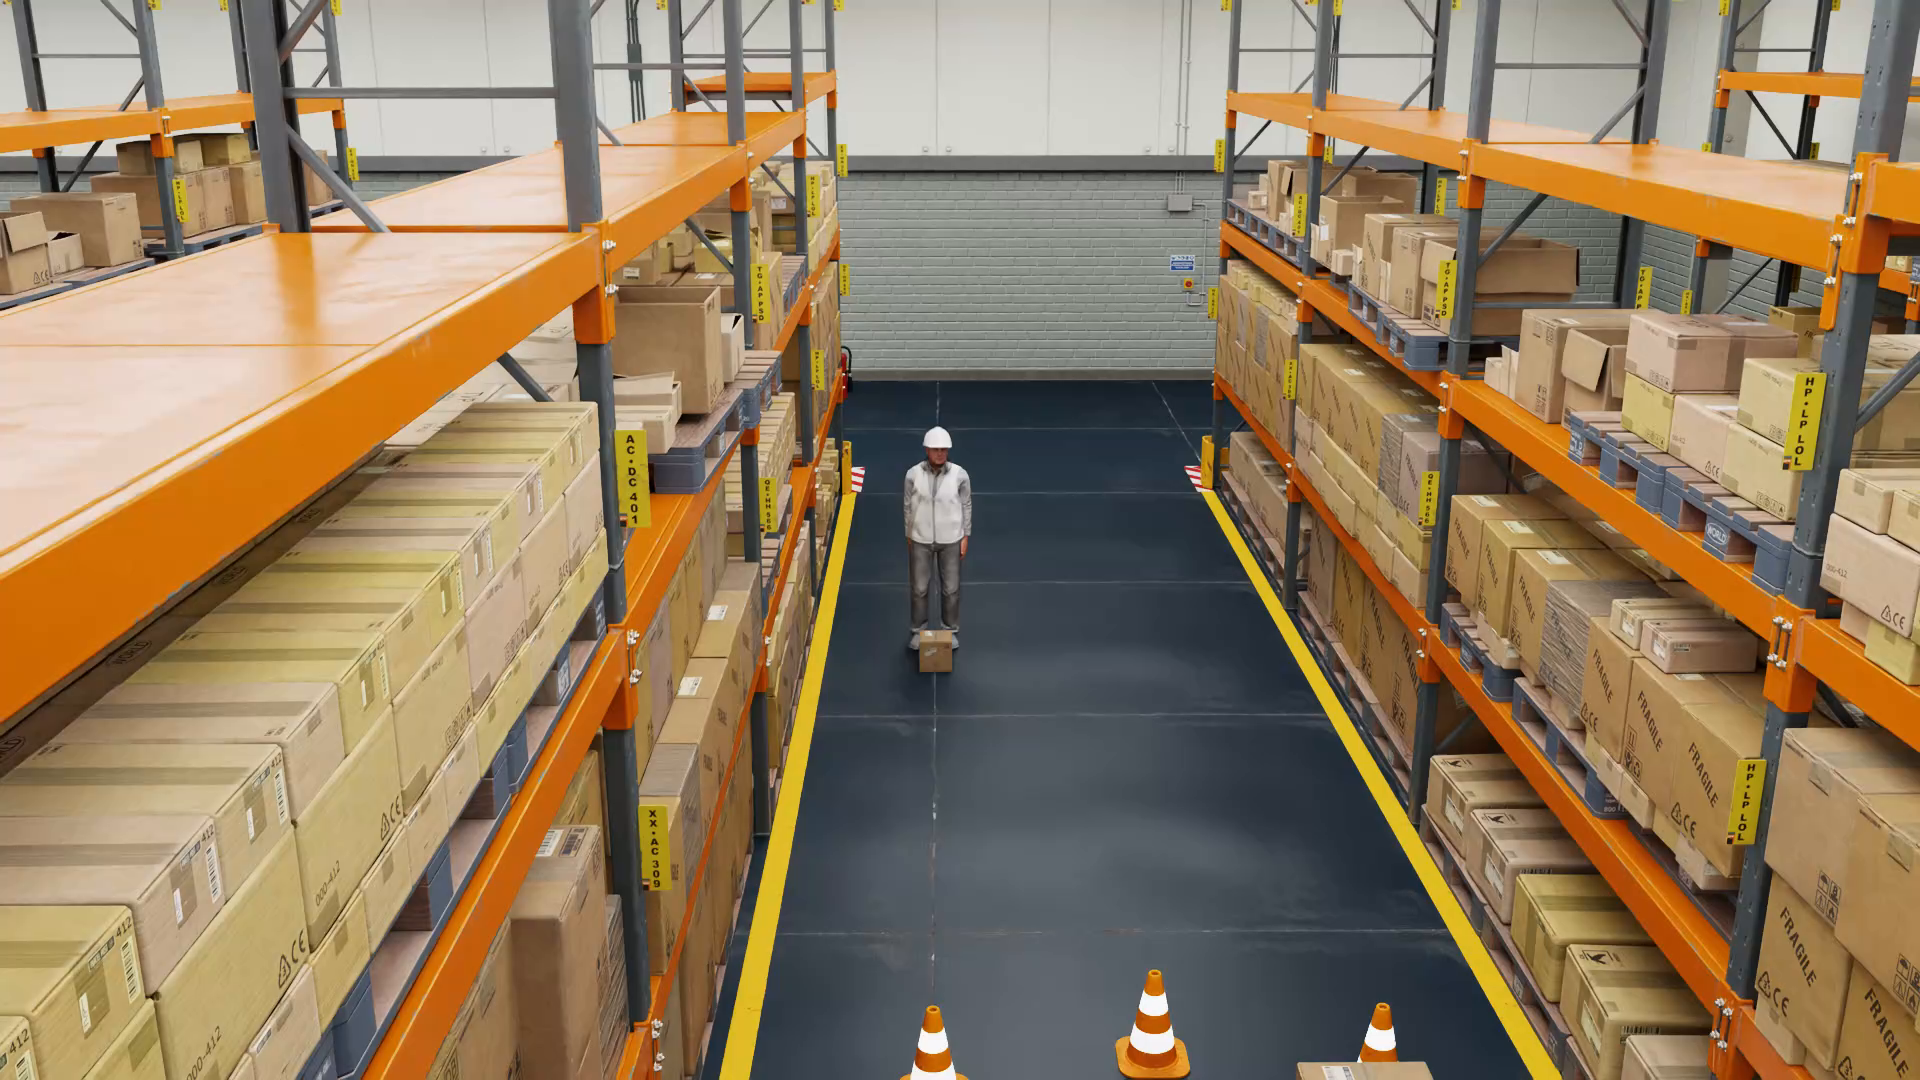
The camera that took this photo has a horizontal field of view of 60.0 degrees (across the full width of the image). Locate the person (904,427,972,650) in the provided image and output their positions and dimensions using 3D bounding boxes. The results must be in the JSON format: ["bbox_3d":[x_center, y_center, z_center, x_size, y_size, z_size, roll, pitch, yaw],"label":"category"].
[{"bbox_3d":[-0.175,-0.013,13.051,0.534,1.767,0.359,0,17,1],"label":"person"}]
